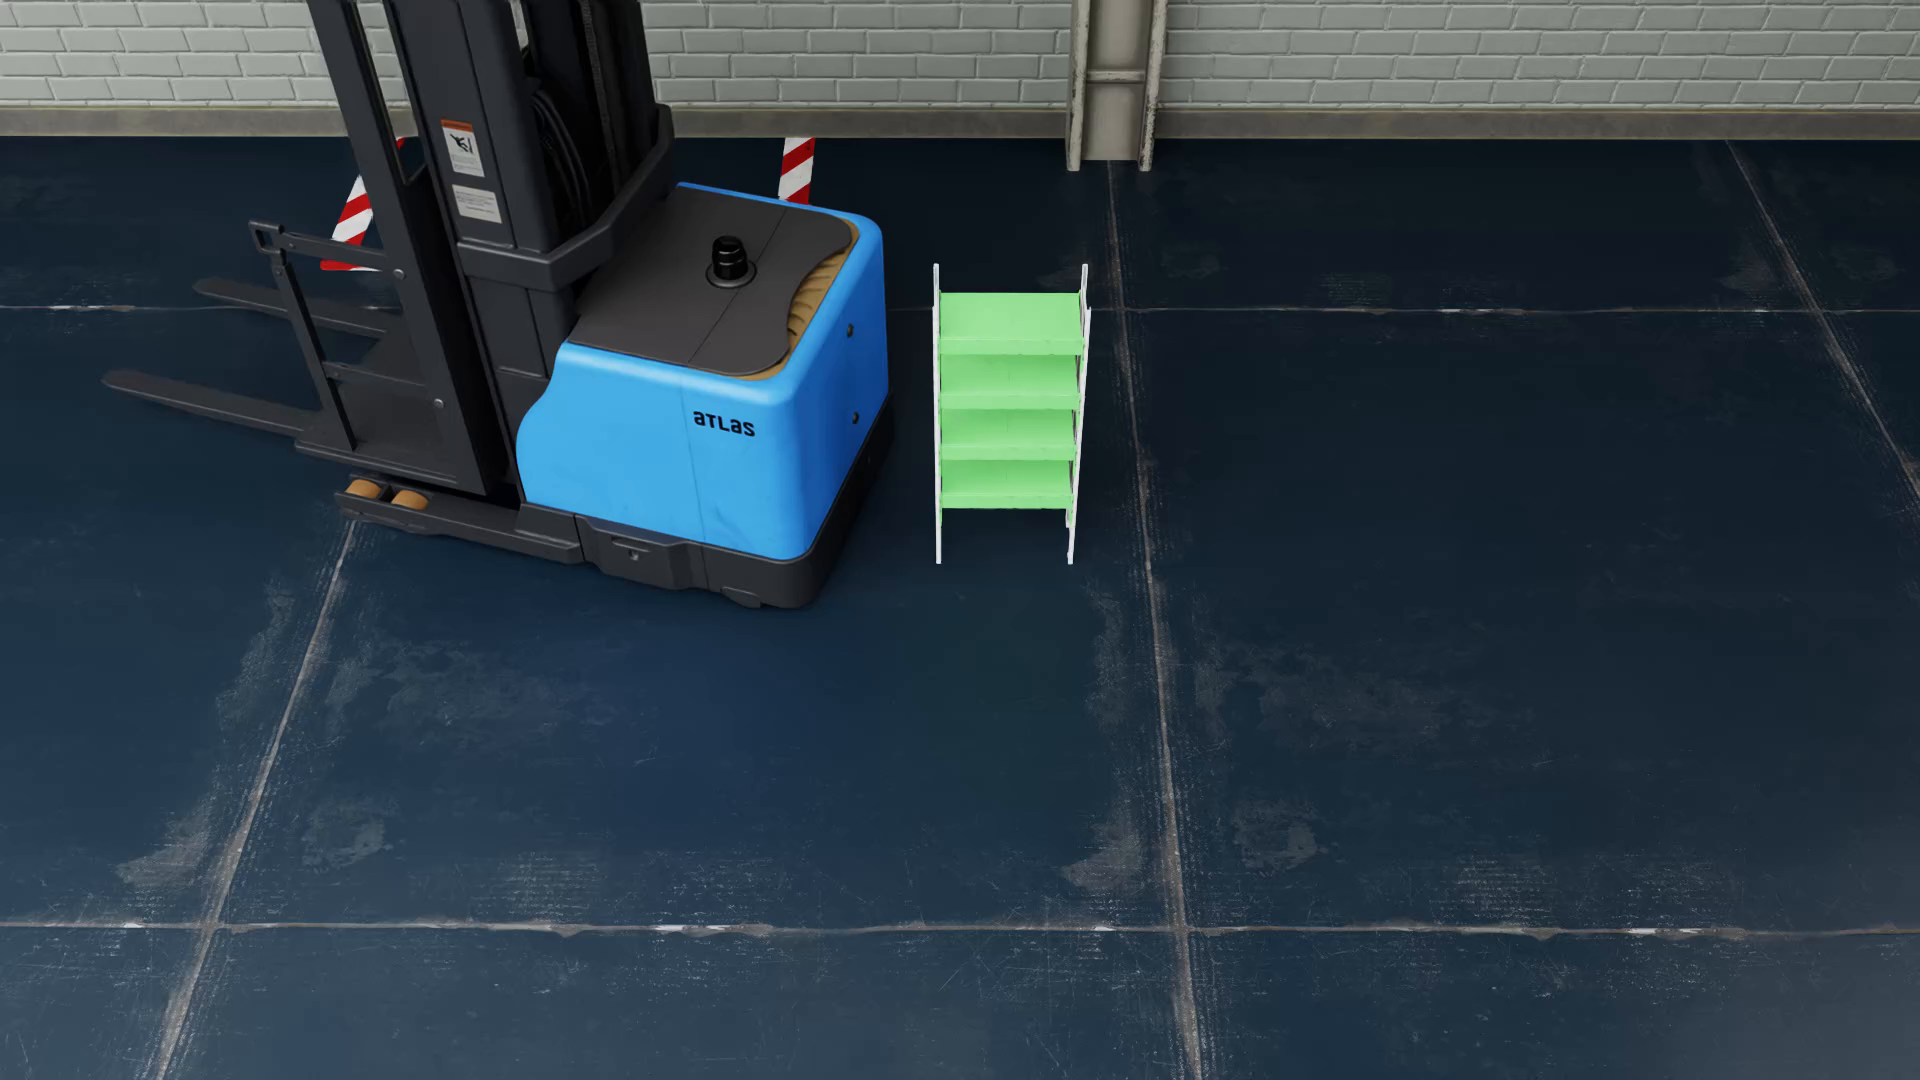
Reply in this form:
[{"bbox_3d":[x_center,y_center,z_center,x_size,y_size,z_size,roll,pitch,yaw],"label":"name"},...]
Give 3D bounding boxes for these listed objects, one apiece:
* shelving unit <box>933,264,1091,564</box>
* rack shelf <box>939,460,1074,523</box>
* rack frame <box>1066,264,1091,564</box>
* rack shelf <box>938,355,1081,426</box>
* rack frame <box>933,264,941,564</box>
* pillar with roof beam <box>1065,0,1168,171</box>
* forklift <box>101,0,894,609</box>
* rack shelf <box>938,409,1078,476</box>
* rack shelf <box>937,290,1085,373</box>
[{"bbox_3d":[0.166,-0.408,5.810,0.503,1.200,0.258,0,47,0],"label":"shelving unit"},{"bbox_3d":[0.166,-0.201,6.033,0.480,0.148,0.258,0,47,0],"label":"rack shelf"},{"bbox_3d":[0.410,-0.408,5.810,0.015,1.200,0.240,0,47,0],"label":"rack frame"},{"bbox_3d":[0.166,-0.528,5.681,0.480,0.148,0.258,0,47,0],"label":"rack shelf"},{"bbox_3d":[-0.078,-0.409,5.811,0.015,1.200,0.240,0,47,0],"label":"rack frame"},{"bbox_3d":[0.692,-1.777,1.756,0.400,9.000,9.100,0,47,0],"label":"pillar with roof beam"},{"bbox_3d":[-1.833,-1.380,5.532,3.031,2.935,1.130,13,48,12],"label":"forklift"},{"bbox_3d":[0.166,-0.365,5.857,0.480,0.148,0.258,0,47,0],"label":"rack shelf"},{"bbox_3d":[0.166,-0.692,5.506,0.480,0.148,0.258,0,47,0],"label":"rack shelf"}]
